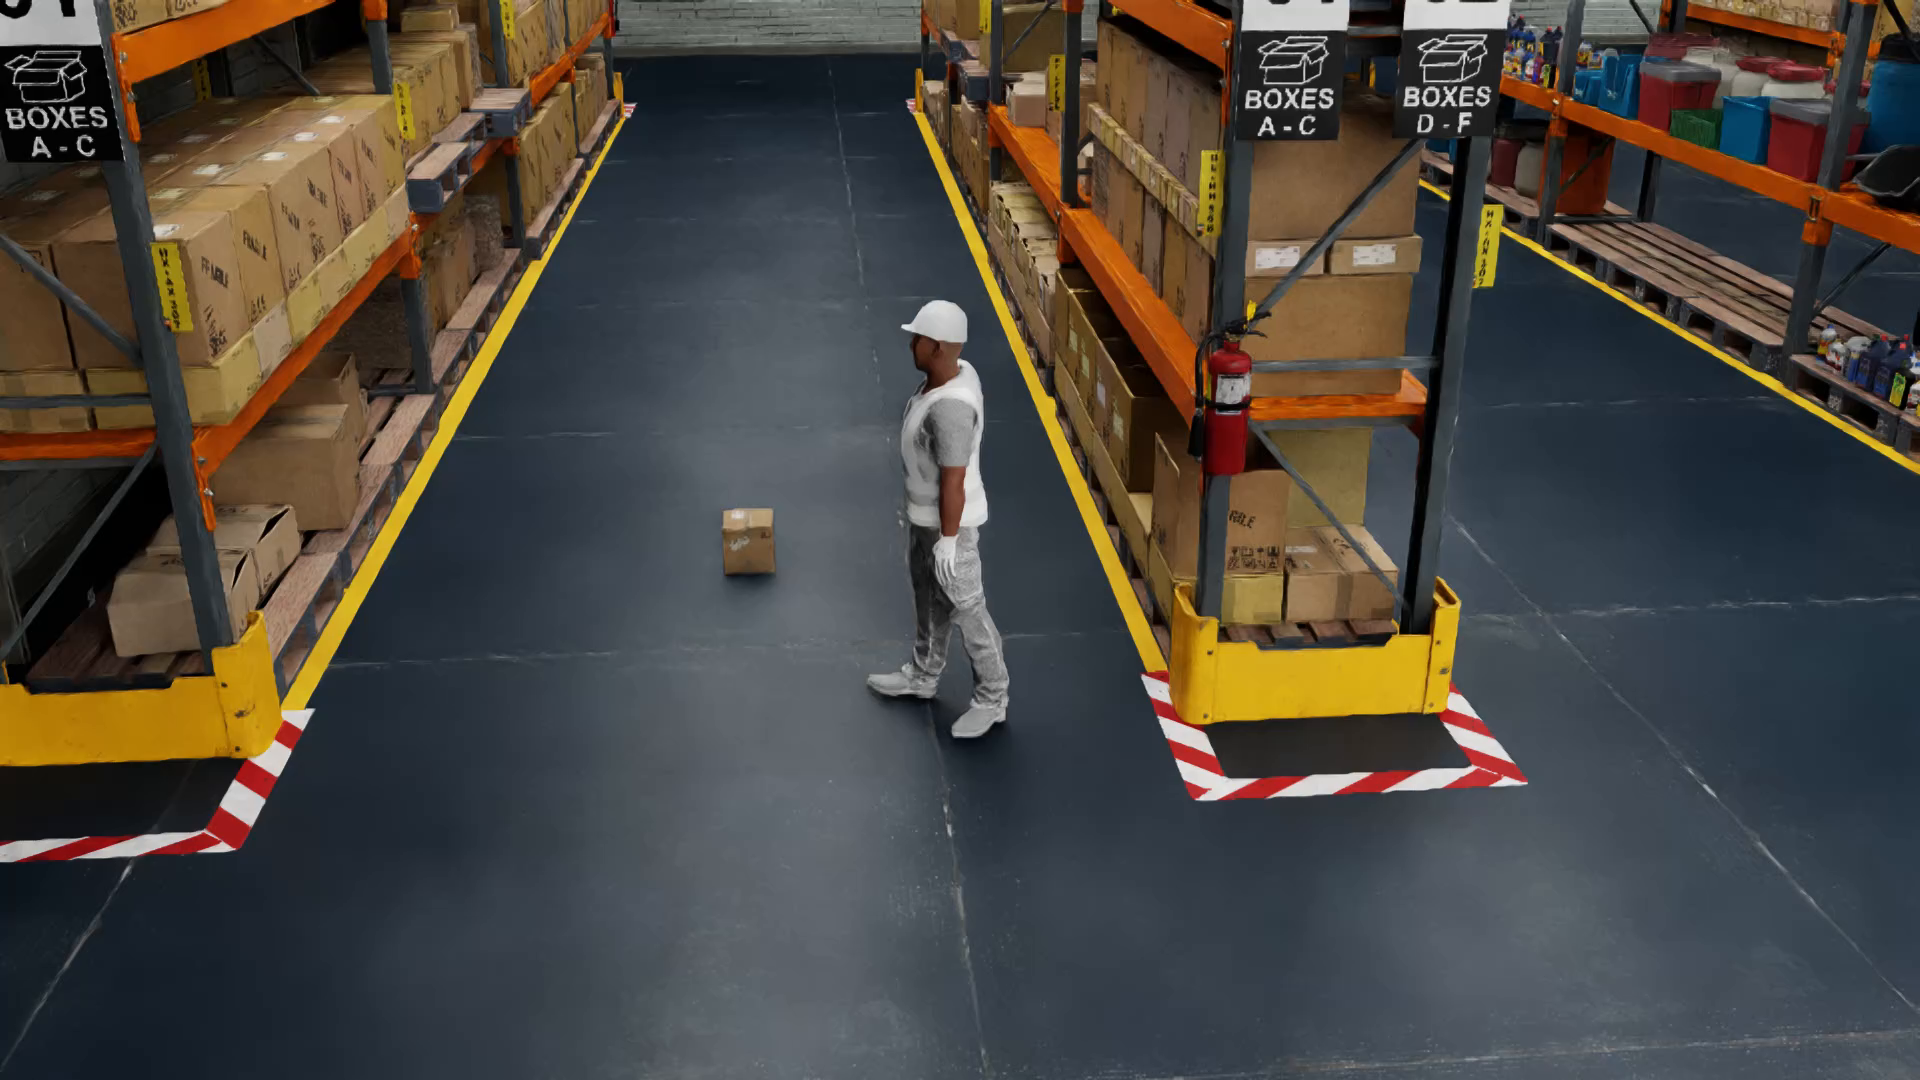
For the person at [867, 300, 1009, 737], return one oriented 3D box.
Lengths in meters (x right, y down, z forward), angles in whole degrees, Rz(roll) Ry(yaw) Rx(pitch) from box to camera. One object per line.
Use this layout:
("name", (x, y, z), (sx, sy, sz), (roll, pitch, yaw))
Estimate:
("person", (-0.103, -0.115, 6.805), (0.589, 1.787, 0.734), (-2, 24, -4))
